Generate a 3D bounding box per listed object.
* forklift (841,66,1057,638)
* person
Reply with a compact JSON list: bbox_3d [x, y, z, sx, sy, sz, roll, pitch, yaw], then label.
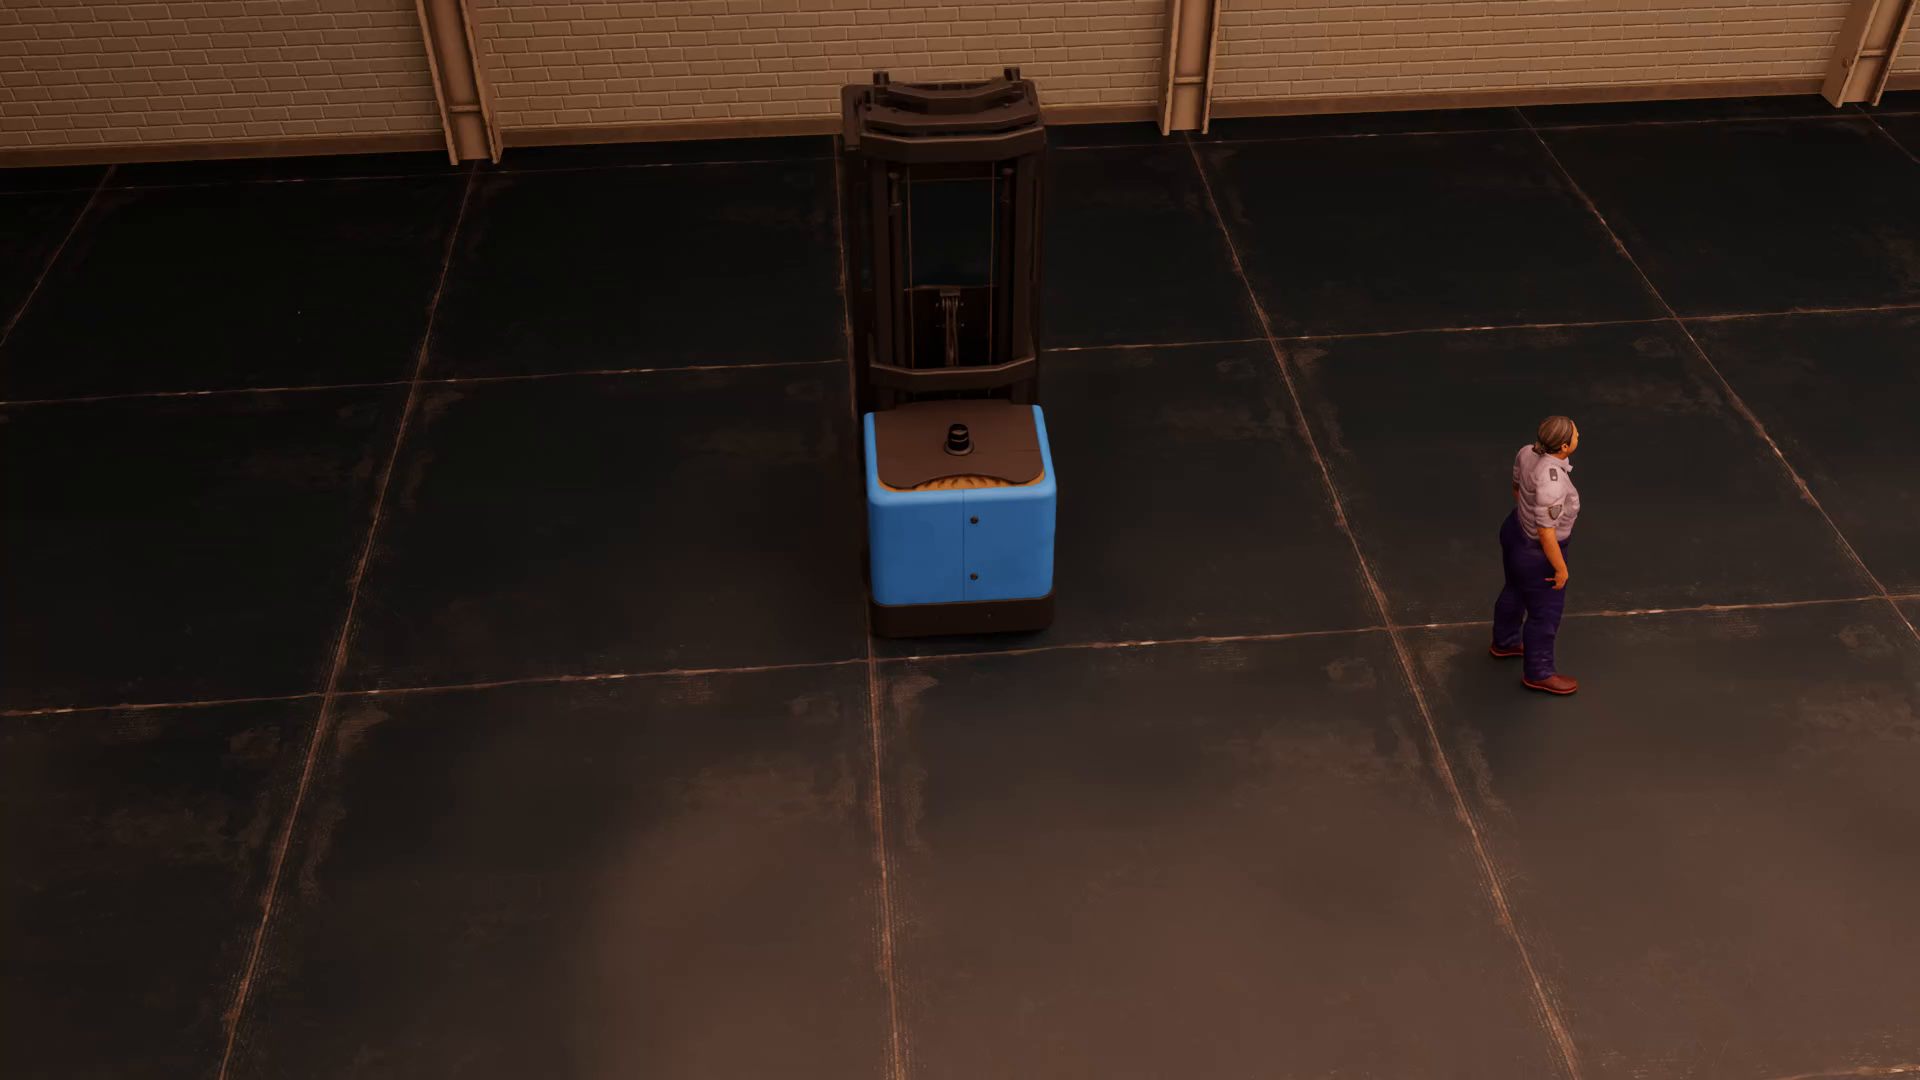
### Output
[{"bbox_3d":[-0.095,-1.507,9.700,1.130,2.935,3.031,-3,41,-3],"label":"forklift"},{"bbox_3d":[3.160,0.047,8.866,0.502,1.643,0.598,-2,41,-2],"label":"person"}]
